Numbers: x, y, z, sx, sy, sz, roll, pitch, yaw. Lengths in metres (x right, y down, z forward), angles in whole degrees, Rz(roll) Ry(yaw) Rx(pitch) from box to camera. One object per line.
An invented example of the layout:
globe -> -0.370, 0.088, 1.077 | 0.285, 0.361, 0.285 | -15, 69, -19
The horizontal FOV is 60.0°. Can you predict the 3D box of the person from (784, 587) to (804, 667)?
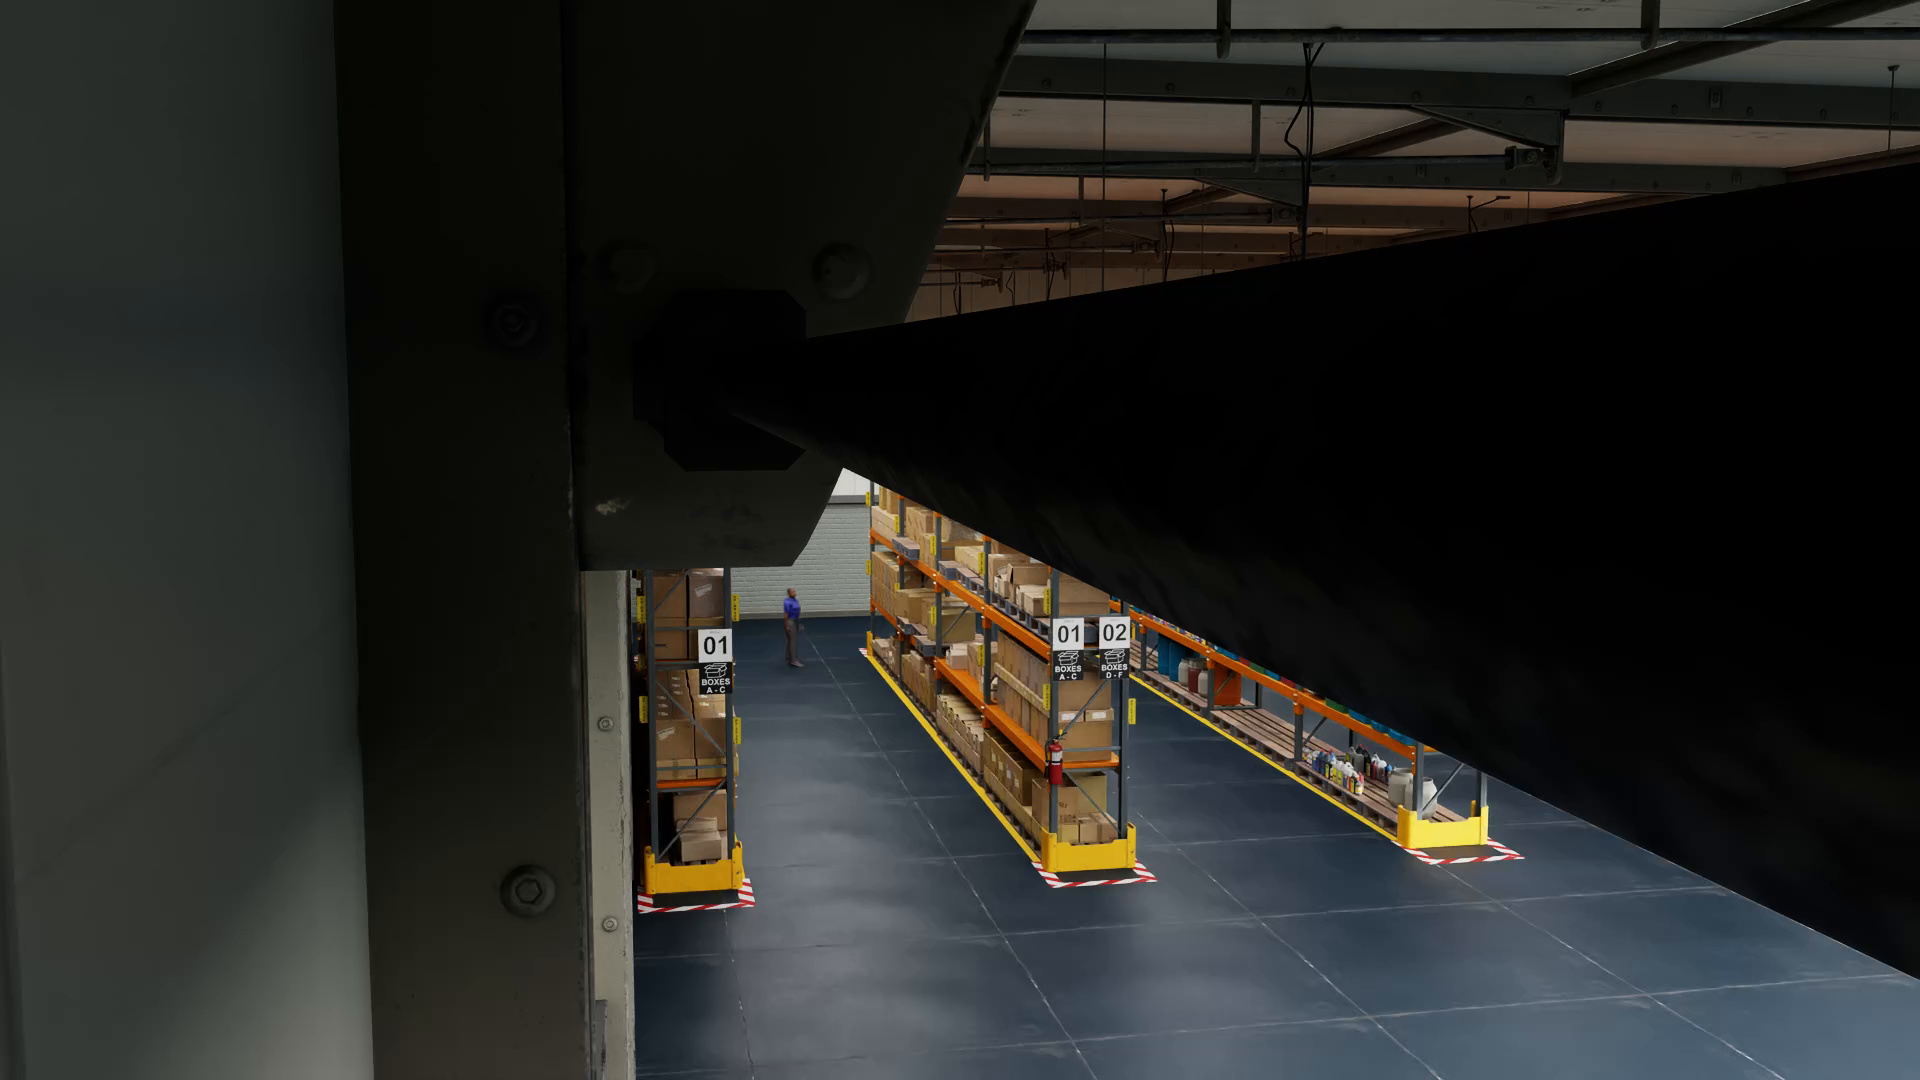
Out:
person -> -3.494, 1.829, 35.349 | 0.513, 1.677, 0.495 | 2, 6, 17
